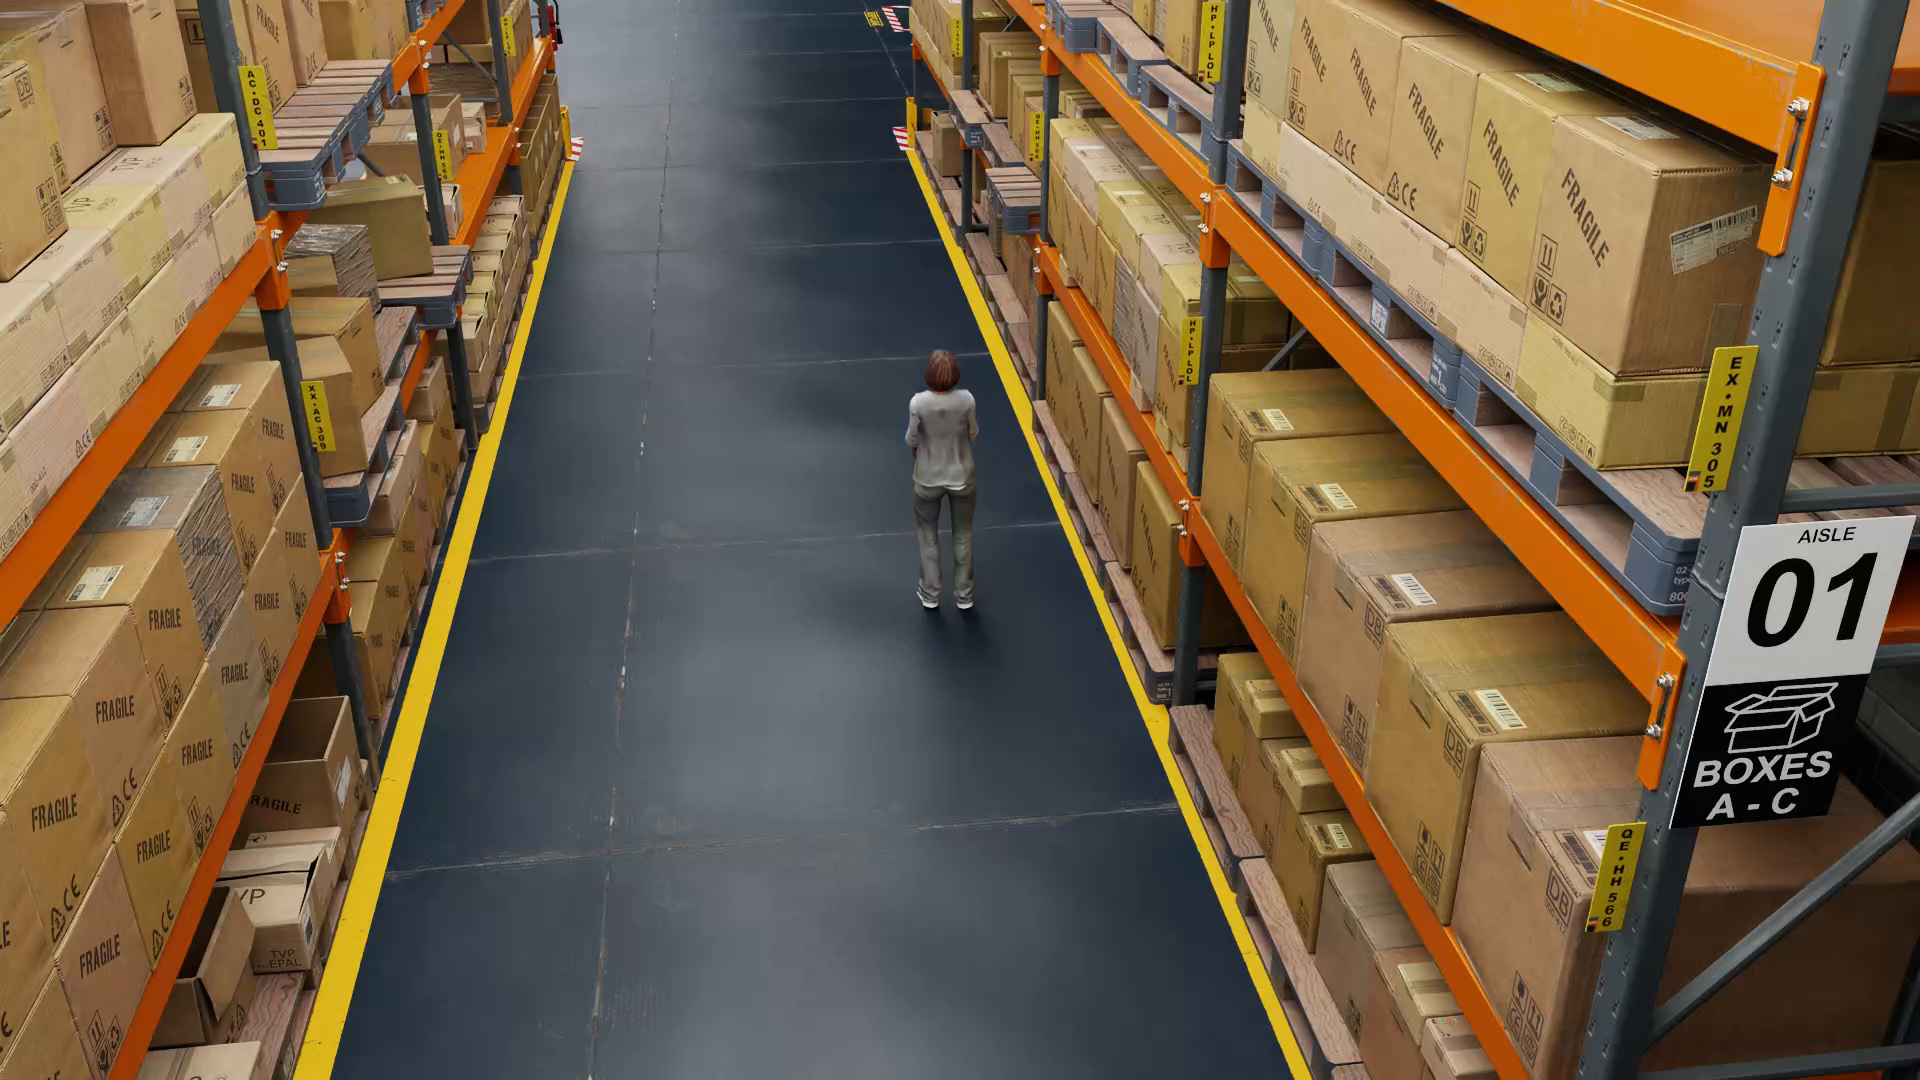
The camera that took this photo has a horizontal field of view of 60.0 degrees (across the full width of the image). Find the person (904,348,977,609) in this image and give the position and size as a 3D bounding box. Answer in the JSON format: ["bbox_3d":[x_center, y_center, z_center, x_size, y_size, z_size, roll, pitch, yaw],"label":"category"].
[{"bbox_3d":[-0.108,-0.372,9.340,0.410,1.596,0.484,-3,28,-6],"label":"person"}]
